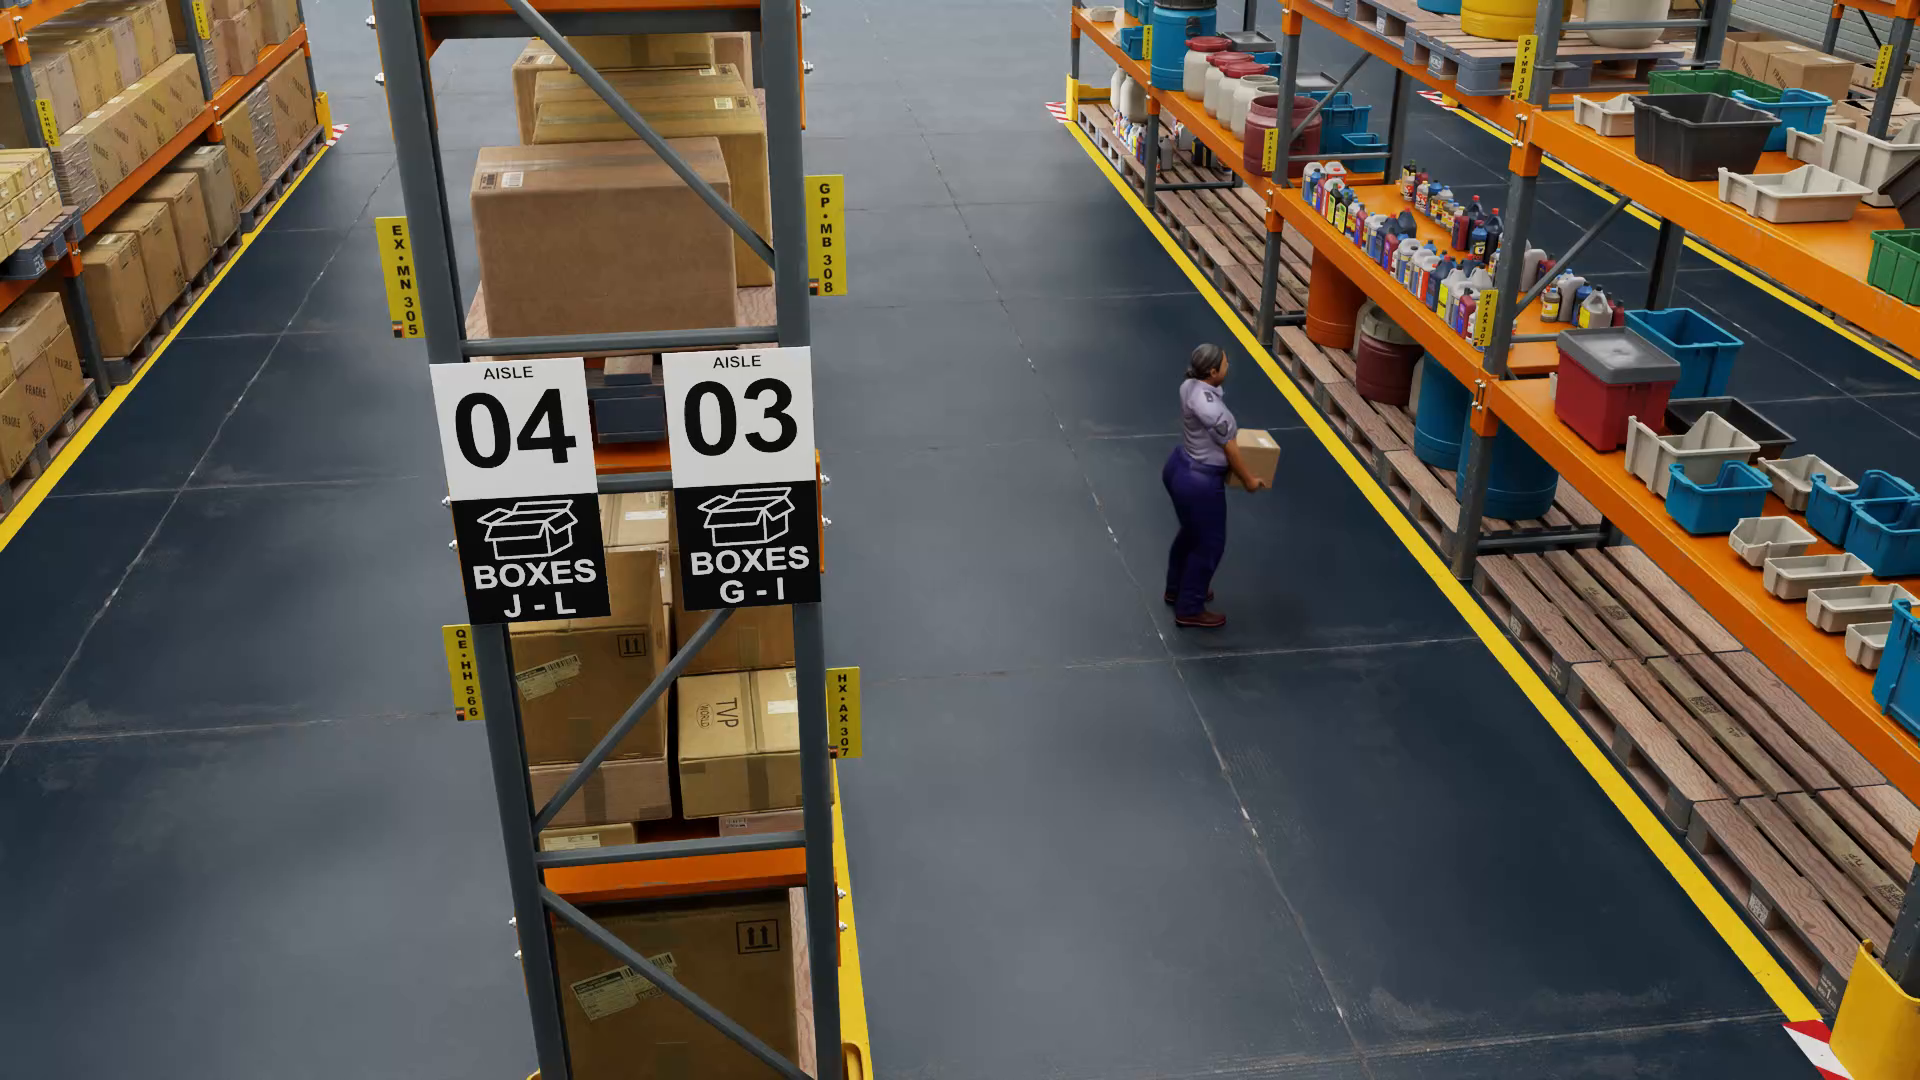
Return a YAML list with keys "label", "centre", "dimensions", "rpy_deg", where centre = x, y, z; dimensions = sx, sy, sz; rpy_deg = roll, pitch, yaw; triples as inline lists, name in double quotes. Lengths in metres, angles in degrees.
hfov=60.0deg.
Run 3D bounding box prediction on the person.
- label: "person"
  centre: [1.406, -0.323, 9.271]
  dimensions: [0.528, 1.647, 0.435]
  rpy_deg: [-4, 28, -8]
